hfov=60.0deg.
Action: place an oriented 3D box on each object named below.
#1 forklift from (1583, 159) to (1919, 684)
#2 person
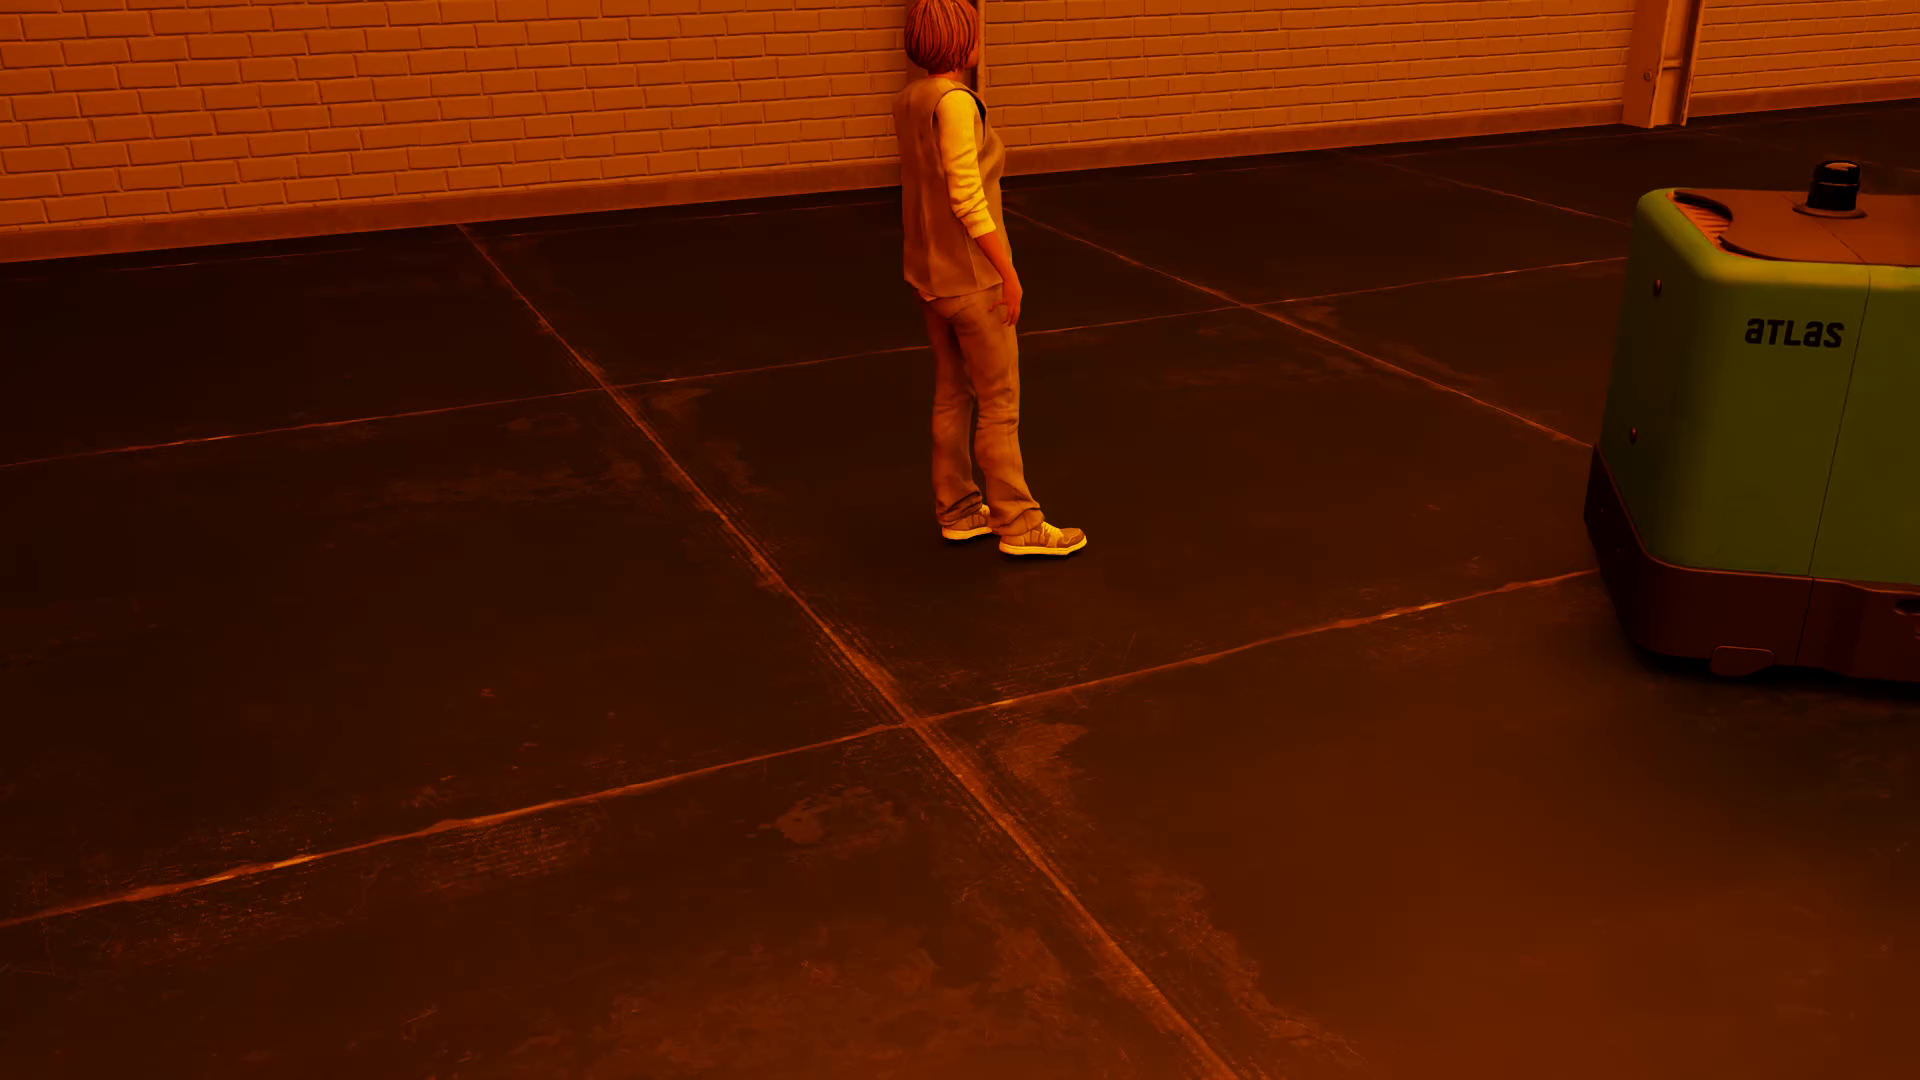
[{"bbox_3d":[3.303,-1.079,3.883,3.031,2.935,1.130,5,23,11],"label":"forklift"},{"bbox_3d":[0.074,-0.752,4.815,0.473,1.599,0.520,-10,25,-23],"label":"person"}]
